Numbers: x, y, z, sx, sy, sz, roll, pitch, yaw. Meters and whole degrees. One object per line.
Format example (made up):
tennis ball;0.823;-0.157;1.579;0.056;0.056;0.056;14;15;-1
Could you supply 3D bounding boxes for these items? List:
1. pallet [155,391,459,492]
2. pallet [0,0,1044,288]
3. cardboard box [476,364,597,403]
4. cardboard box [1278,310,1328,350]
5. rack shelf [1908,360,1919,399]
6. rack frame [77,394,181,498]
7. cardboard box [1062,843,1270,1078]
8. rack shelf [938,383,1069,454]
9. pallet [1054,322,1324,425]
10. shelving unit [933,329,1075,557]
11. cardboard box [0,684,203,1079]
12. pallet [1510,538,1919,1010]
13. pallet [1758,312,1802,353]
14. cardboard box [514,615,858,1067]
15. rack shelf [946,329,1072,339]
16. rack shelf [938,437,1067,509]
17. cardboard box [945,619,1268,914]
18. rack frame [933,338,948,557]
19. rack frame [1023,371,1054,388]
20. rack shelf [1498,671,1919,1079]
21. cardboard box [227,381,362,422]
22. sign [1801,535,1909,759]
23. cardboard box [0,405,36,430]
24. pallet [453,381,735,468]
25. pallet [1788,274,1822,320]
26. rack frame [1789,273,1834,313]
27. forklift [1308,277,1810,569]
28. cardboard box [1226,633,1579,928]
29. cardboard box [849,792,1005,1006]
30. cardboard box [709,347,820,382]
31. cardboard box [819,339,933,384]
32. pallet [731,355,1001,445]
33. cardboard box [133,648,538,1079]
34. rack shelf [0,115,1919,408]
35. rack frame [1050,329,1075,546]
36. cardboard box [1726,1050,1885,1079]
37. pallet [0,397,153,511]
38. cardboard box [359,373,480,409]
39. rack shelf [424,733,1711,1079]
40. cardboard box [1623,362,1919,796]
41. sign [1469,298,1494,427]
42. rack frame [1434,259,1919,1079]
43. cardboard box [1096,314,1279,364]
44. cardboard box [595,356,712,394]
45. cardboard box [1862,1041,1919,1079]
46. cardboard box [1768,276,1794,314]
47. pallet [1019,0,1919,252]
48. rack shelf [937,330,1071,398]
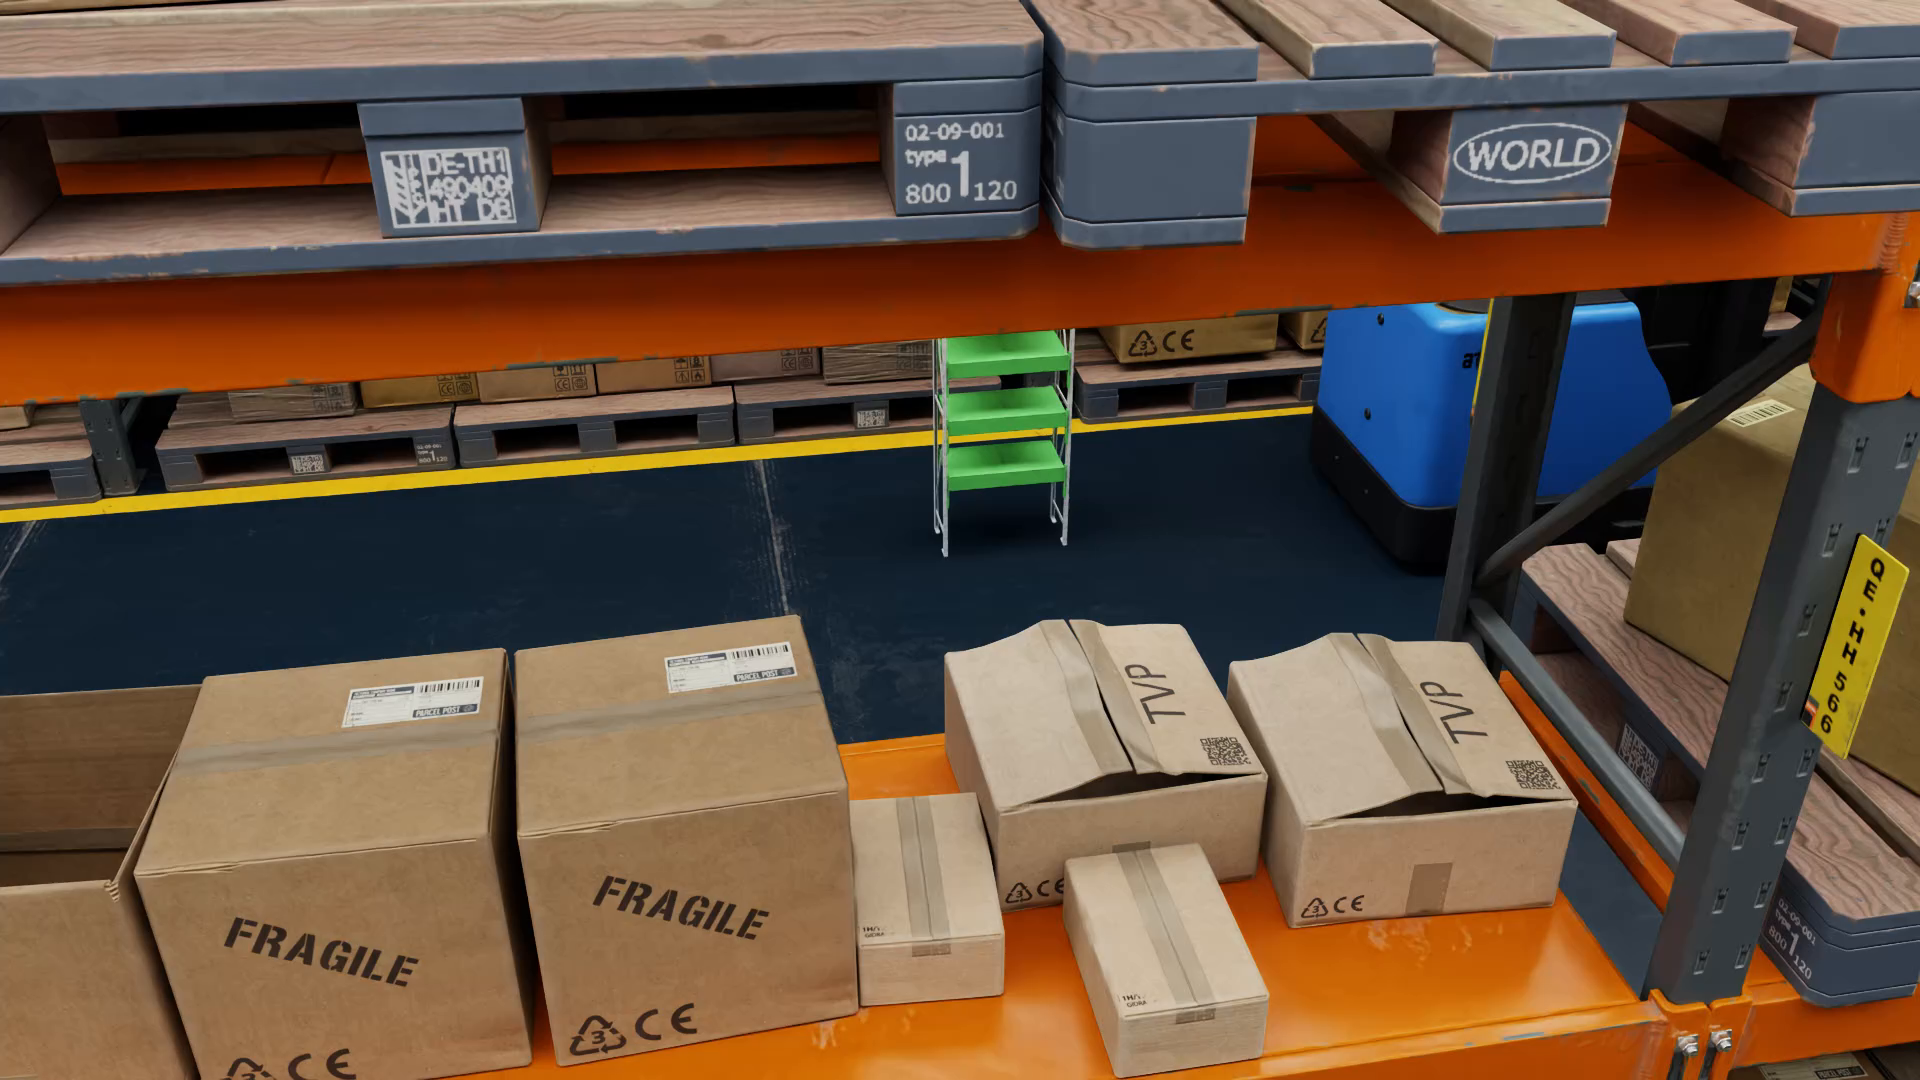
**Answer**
pallet;-2.889;-0.595;7.554;1.213;0.211;1.003;-5;31;-9
pallet;-0.575;-0.623;2.076;1.213;0.211;1.003;-4;31;-7
cardboard box;-1.925;-1.012;7.543;0.500;0.500;0.700;-5;31;-8
cardboard box;1.890;-1.423;7.918;0.750;0.750;0.750;-5;31;-9
rack shelf;3.143;-0.787;2.879;4.000;0.370;1.077;-5;31;-9
rack frame;-3.655;-1.725;6.725;0.127;3.000;1.000;-5;31;-9
cardboard box;0.341;0.707;2.836;0.250;0.149;0.380;-5;31;-9
rack shelf;0.163;-0.477;6.504;0.480;0.148;0.258;-5;31;-9
pallet;1.069;-0.923;8.111;1.213;0.211;1.003;-5;31;-9
shelving unit;0.163;-0.532;6.472;0.503;1.200;0.258;-5;31;-9
cardboard box;-1.482;0.591;2.687;0.500;0.500;0.500;-3;31;-5
pallet;1.830;0.365;3.359;1.003;0.211;1.213;-5;31;-9
pallet;3.469;-1.146;8.490;1.213;0.211;1.003;-5;31;-9
cardboard box;-0.472;0.497;2.846;0.500;0.500;0.500;-7;31;-12
rack shelf;0.163;-0.891;6.261;0.480;0.148;0.258;-5;31;-9
rack shelf;0.163;-0.270;6.626;0.480;0.148;0.258;-5;31;-9
cardboard box;0.261;0.403;3.194;0.500;0.311;0.500;-6;31;-10
rack frame;-0.077;-0.510;6.434;0.015;1.200;0.240;-5;31;-9
rack frame;0.280;-2.090;7.346;0.127;3.000;1.000;-5;31;-9
rack shelf;3.143;0.507;3.639;4.000;0.370;1.077;-5;31;-9
cardboard box;-2.934;-0.913;7.375;0.500;0.500;0.700;-4;31;-7
sign;1.279;0.156;2.382;0.005;0.325;0.100;-5;31;-9
cardboard box;-4.176;-0.630;7.223;0.250;0.166;0.380;-9;32;-15
pallet;-1.687;-0.708;7.746;1.213;0.211;1.003;-5;31;-9
pallet;4.977;-1.284;8.725;1.213;0.211;1.003;-5;31;-9
rack frame;4.214;-2.456;7.967;0.127;3.000;1.000;-5;31;-9
forklift;3.089;-1.513;6.431;3.031;2.935;1.130;-6;31;-10
cardboard box;0.810;0.429;3.149;0.500;0.311;0.500;-3;31;-6
cardboard box;-0.068;0.632;2.964;0.250;0.149;0.380;-3;31;-5
cardboard box;-0.947;-1.122;7.731;0.500;0.500;0.700;-5;31;-9
cardboard box;-0.419;-1.111;7.712;0.500;0.500;0.700;-5;31;-8
pallet;-0.489;-0.818;7.933;1.213;0.211;1.003;-5;31;-9
cardboard box;-0.990;0.545;2.765;0.500;0.500;0.500;-5;31;-9
rack shelf;-0.791;-0.421;2.258;4.000;0.370;1.077;-5;31;-9
rack frame;0.403;-0.555;6.509;0.015;1.200;0.240;-5;31;-9
cardboard box;1.675;1.368;3.497;0.500;0.500;0.500;-4;31;-7
pallet;-4.309;-0.444;7.297;1.213;0.211;1.003;-5;31;-9
cardboard box;-2.434;-0.985;7.498;0.500;0.500;0.700;-6;31;-10
rack shelf;-0.791;0.872;3.018;4.000;0.370;1.077;-5;31;-9
cardboard box;1.775;0.041;3.208;0.500;0.500;0.700;-16;34;-25
sign;1.069;-0.356;3.331;0.005;0.325;0.100;-5;31;-9
rack frame;1.175;0.377;3.149;0.053;2.616;0.949;-5;31;-9
cardboard box;1.027;-1.347;7.787;0.750;0.750;0.750;-6;31;-10
cardboard box;-1.430;-1.062;7.629;0.500;0.500;0.700;-5;31;-9
cardboard box;2.189;1.317;3.583;0.500;0.500;0.500;-6;31;-11
cardboard box;3.599;-1.586;8.194;0.750;0.750;0.750;-5;31;-8
pallet;0.524;-0.726;2.252;1.003;0.211;1.213;-4;31;-7
rack shelf;0.163;-0.684;6.382;0.480;0.148;0.258;-5;31;-9
